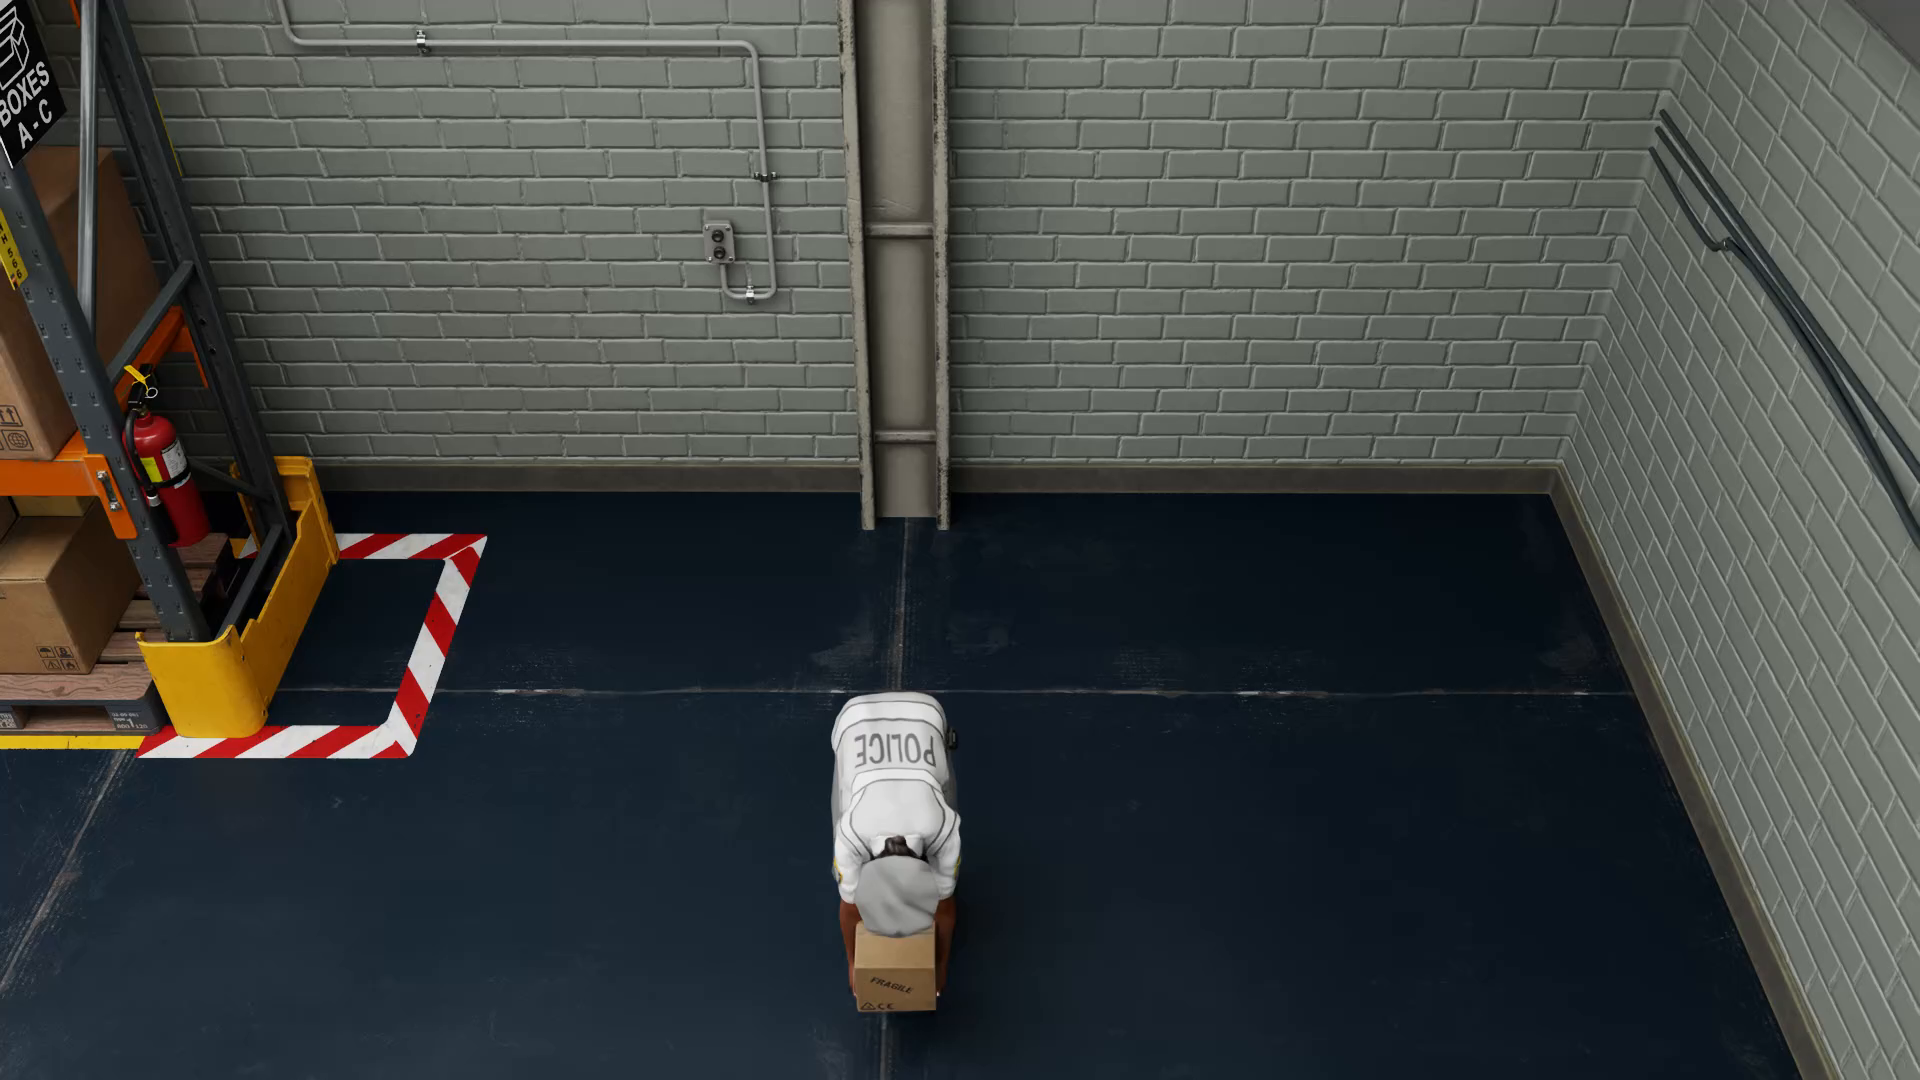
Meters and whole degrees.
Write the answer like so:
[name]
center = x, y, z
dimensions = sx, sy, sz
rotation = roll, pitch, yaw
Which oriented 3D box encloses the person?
[person]
center = -0.206, 1.083, 5.346
dimensions = 0.426, 1.041, 0.940
rotation = -1, 40, -2
